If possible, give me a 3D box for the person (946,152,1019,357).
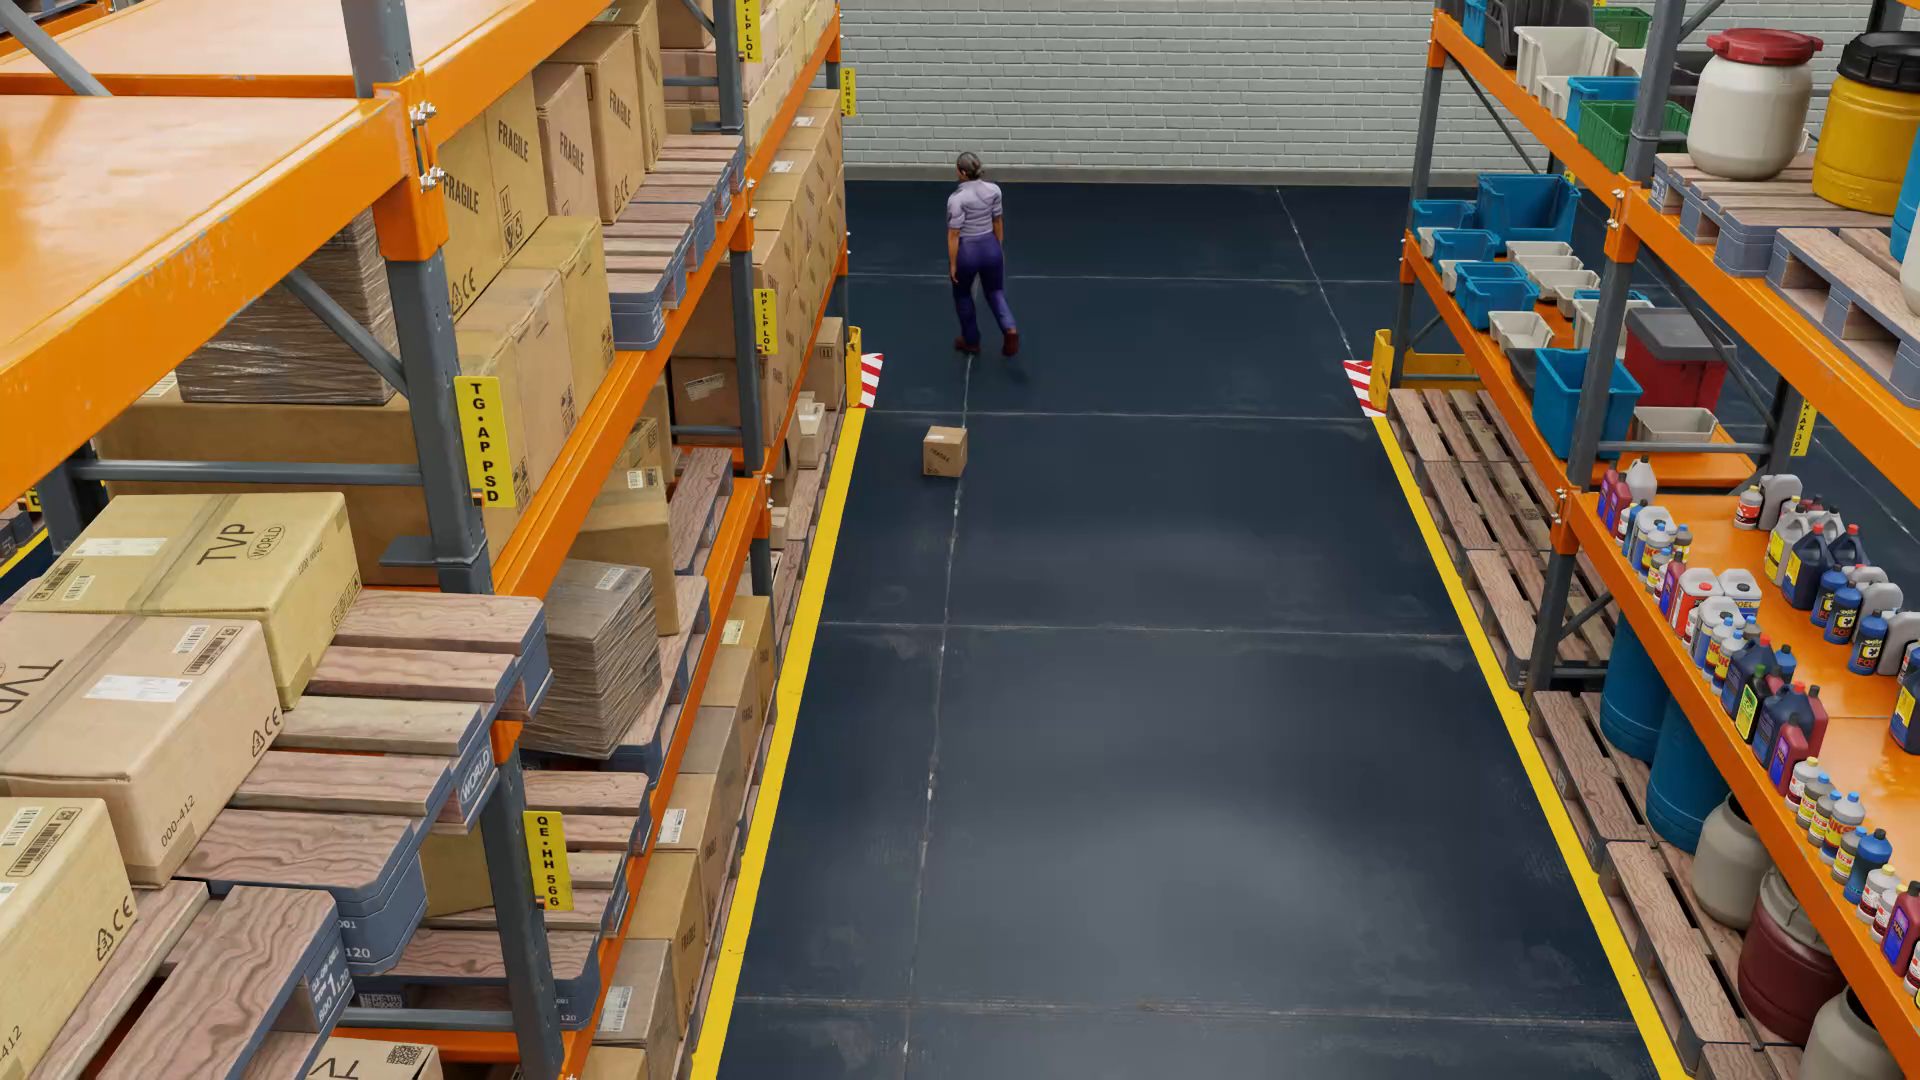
[{"bbox_3d":[0.136,-2.154,12.646,0.522,1.620,0.719,-12,30,-21],"label":"person"}]
